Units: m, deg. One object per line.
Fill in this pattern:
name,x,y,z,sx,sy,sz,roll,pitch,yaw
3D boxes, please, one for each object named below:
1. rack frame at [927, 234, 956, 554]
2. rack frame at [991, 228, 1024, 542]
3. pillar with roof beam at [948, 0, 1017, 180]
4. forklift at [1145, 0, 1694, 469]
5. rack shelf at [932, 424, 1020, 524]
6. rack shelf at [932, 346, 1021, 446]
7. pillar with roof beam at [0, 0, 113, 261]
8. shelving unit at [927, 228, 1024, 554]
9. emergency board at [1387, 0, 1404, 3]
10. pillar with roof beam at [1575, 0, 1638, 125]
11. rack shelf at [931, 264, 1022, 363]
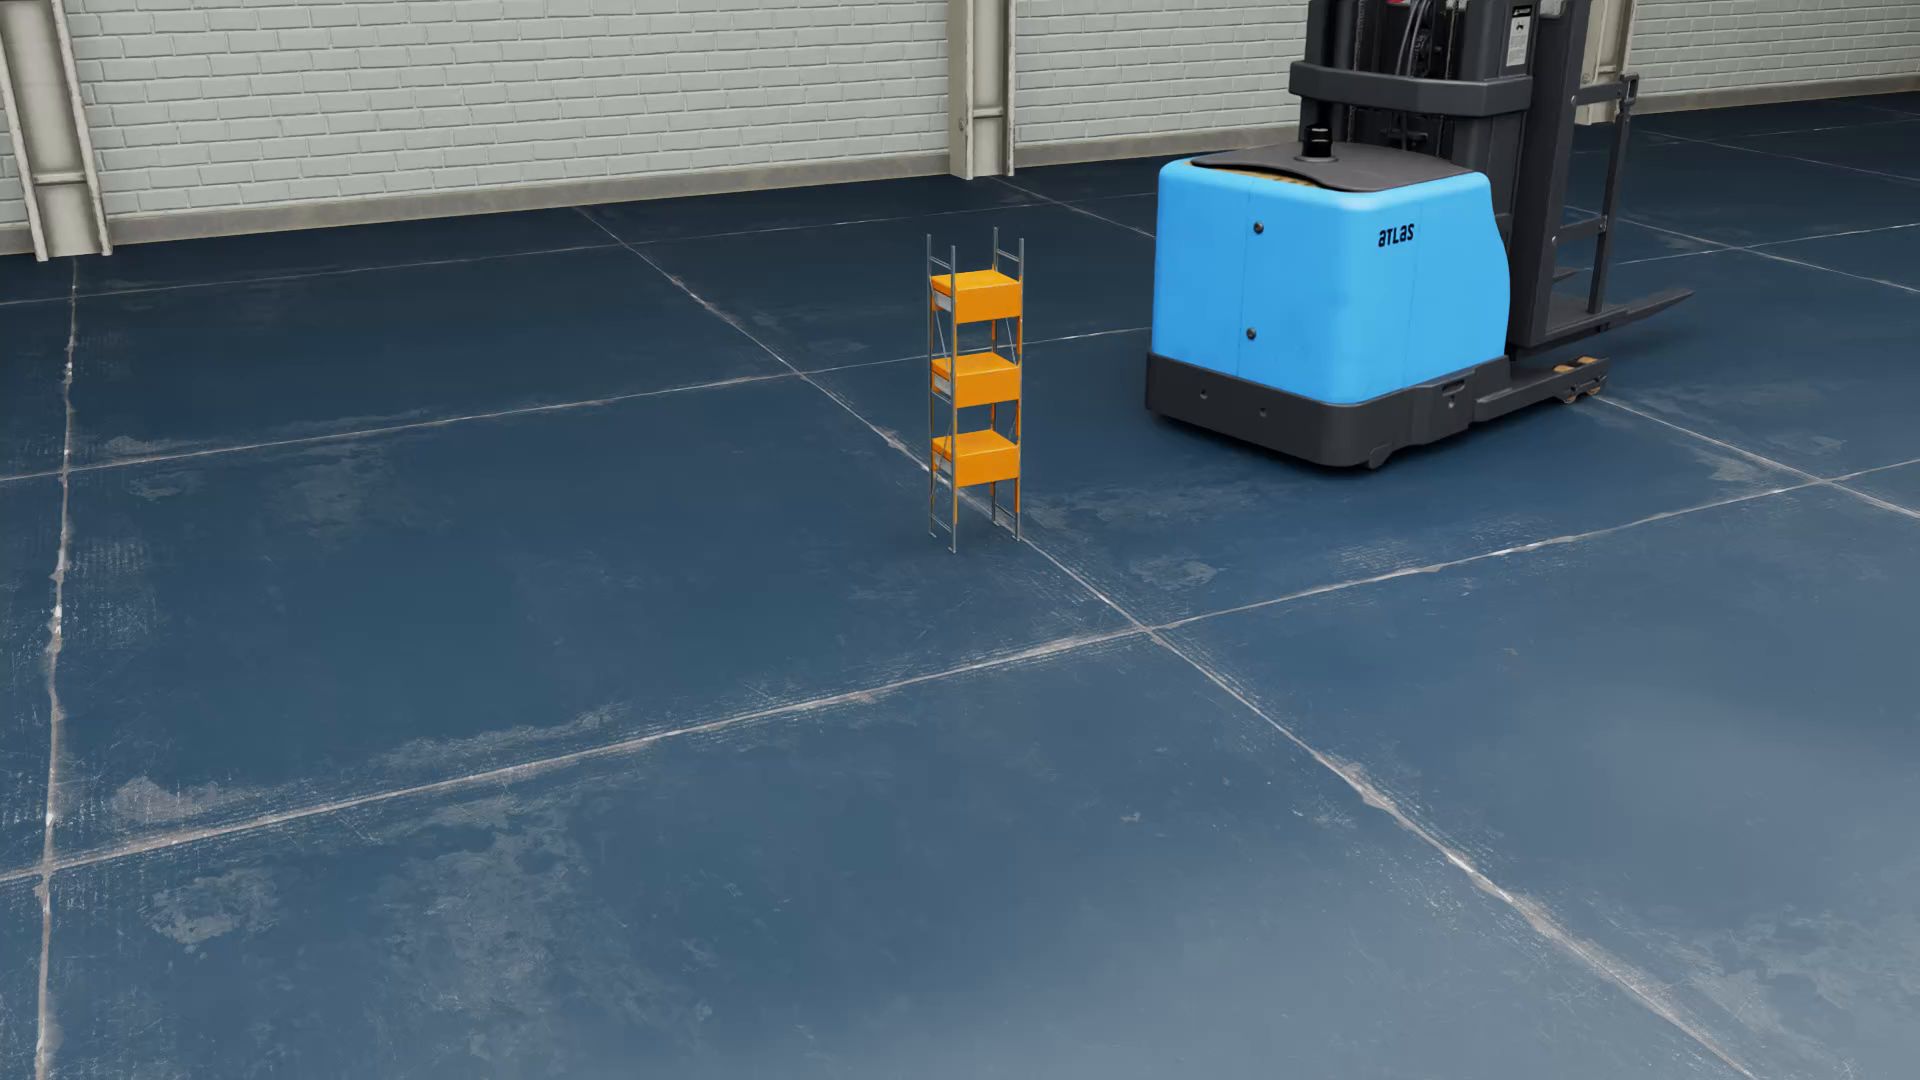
rack frame,-0.062,-0.474,5.522,0.008,1.050,0.200,-10,25,-24
rack frame,0.158,-0.514,5.620,0.008,1.050,0.200,-10,25,-24
pillar with roof beam,2.024,-5.374,6.966,0.400,9.000,9.100,-10,25,-24
forklift,2.211,-2.075,6.931,3.031,2.935,1.130,-18,29,-37
rack shelf,0.048,-0.227,5.681,0.240,0.259,0.215,-10,25,-24
rack shelf,0.048,-0.484,5.575,0.240,0.259,0.215,-10,25,-24
pillar with roof beam,-3.382,-4.378,4.562,0.400,9.000,9.100,-10,25,-24
shelving unit,0.048,-0.494,5.571,0.252,1.050,0.215,-10,25,-24
emergency board,3.320,-4.684,13.144,0.643,1.169,0.194,-10,25,-24
pillar with roof beam,7.431,-6.369,9.371,0.400,9.000,9.100,-10,25,-24
rack shelf,0.048,-0.746,5.466,0.240,0.259,0.215,-10,25,-24
